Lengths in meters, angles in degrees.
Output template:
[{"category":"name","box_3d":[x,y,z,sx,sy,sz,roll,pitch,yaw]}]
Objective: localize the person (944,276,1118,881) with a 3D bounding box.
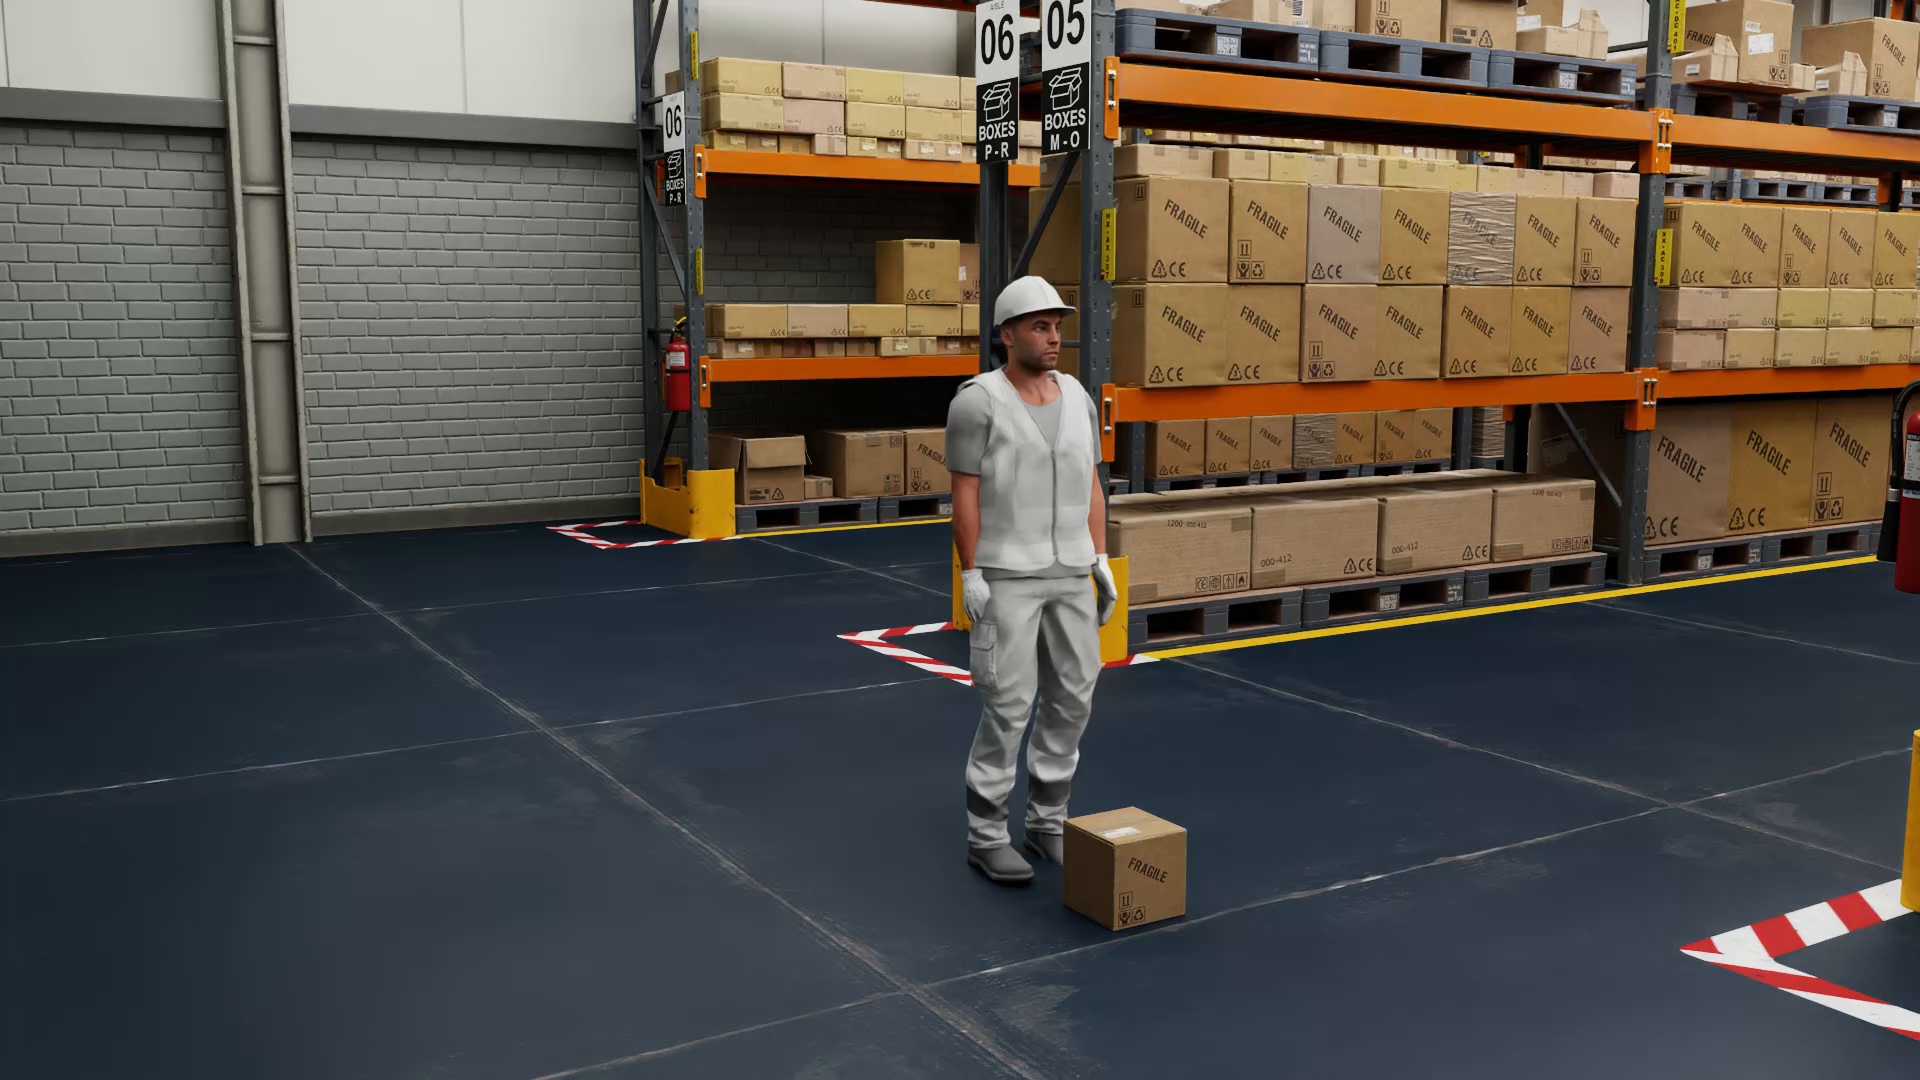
[{"category":"person","box_3d":[0.224,0.124,4.980,0.525,1.809,0.364,-5,9,-30]}]
